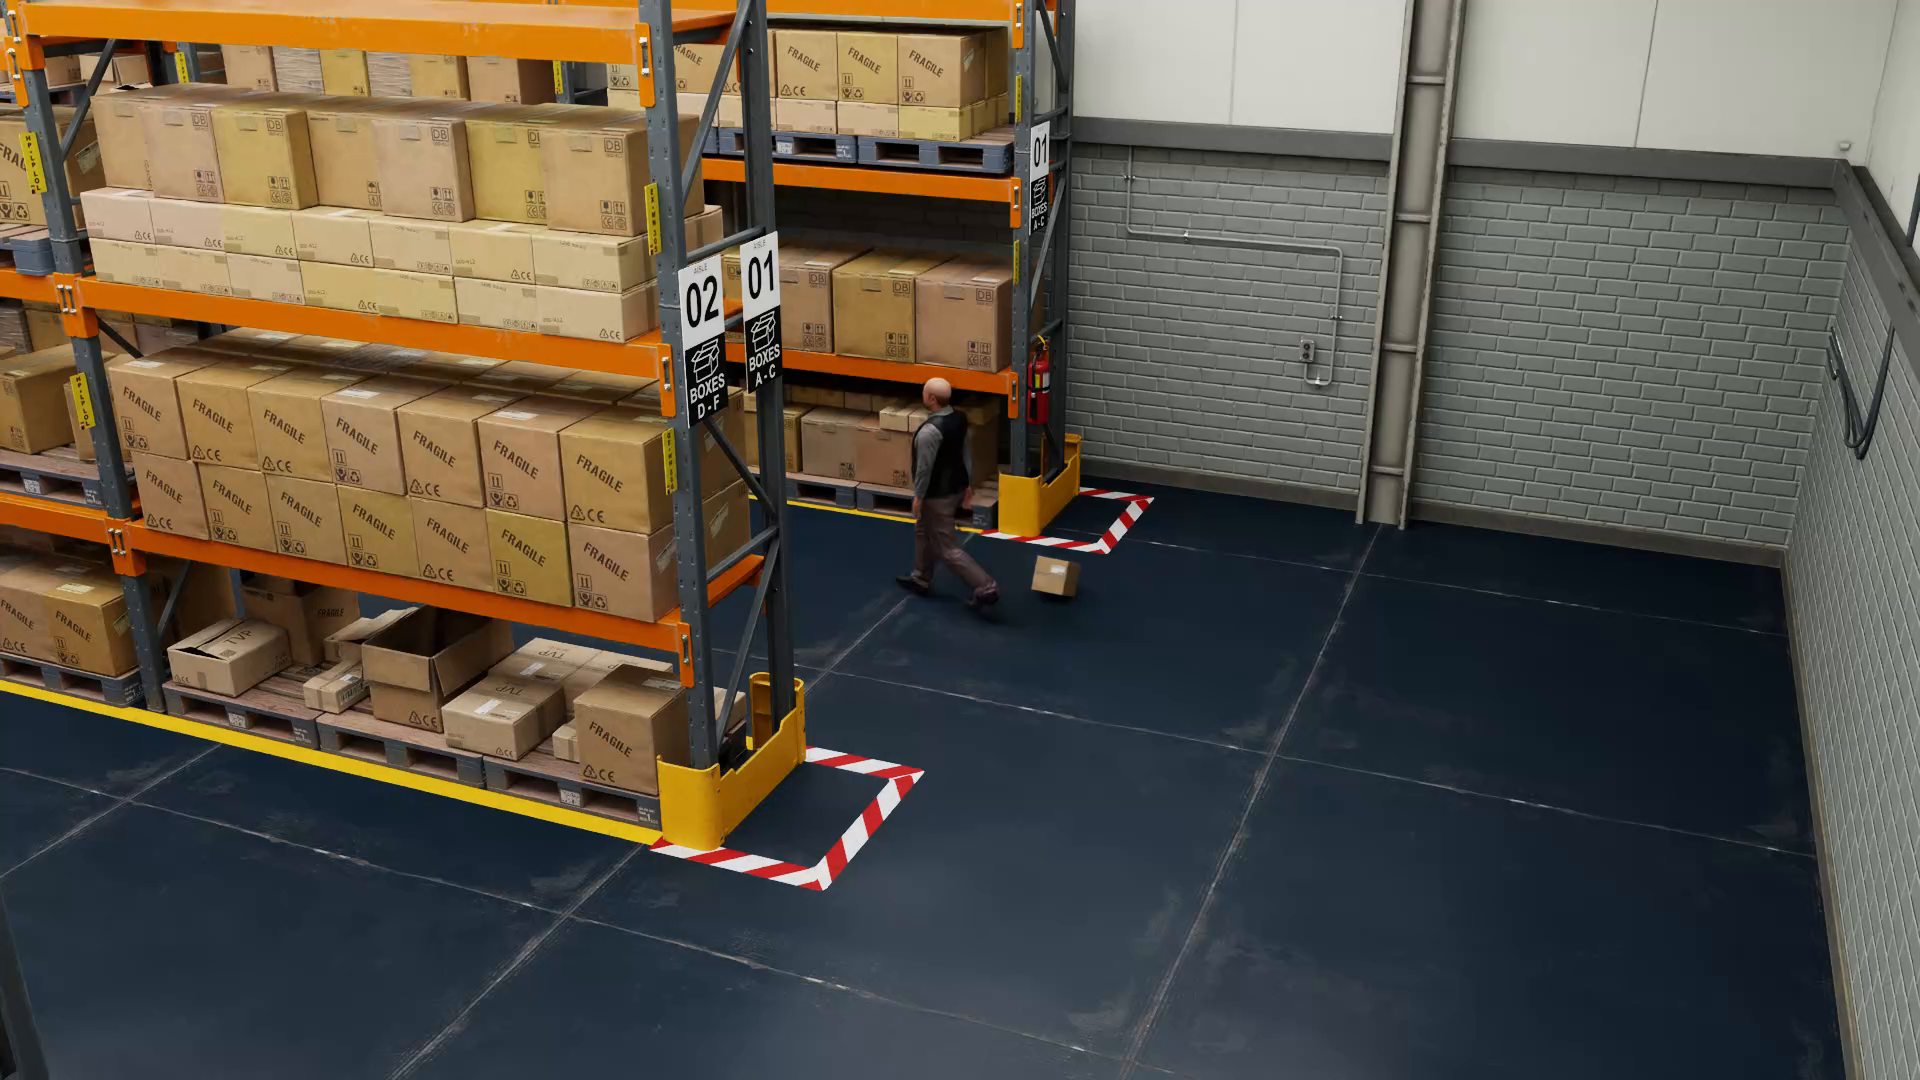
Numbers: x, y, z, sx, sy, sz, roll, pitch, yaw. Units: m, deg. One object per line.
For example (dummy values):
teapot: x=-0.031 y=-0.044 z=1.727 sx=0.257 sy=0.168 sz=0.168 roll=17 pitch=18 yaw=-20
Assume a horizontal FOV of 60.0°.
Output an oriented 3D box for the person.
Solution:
person: x=-0.112 y=-0.323 z=11.761 sx=0.968 sy=1.693 sz=0.537 roll=11 pitch=25 yaw=25
